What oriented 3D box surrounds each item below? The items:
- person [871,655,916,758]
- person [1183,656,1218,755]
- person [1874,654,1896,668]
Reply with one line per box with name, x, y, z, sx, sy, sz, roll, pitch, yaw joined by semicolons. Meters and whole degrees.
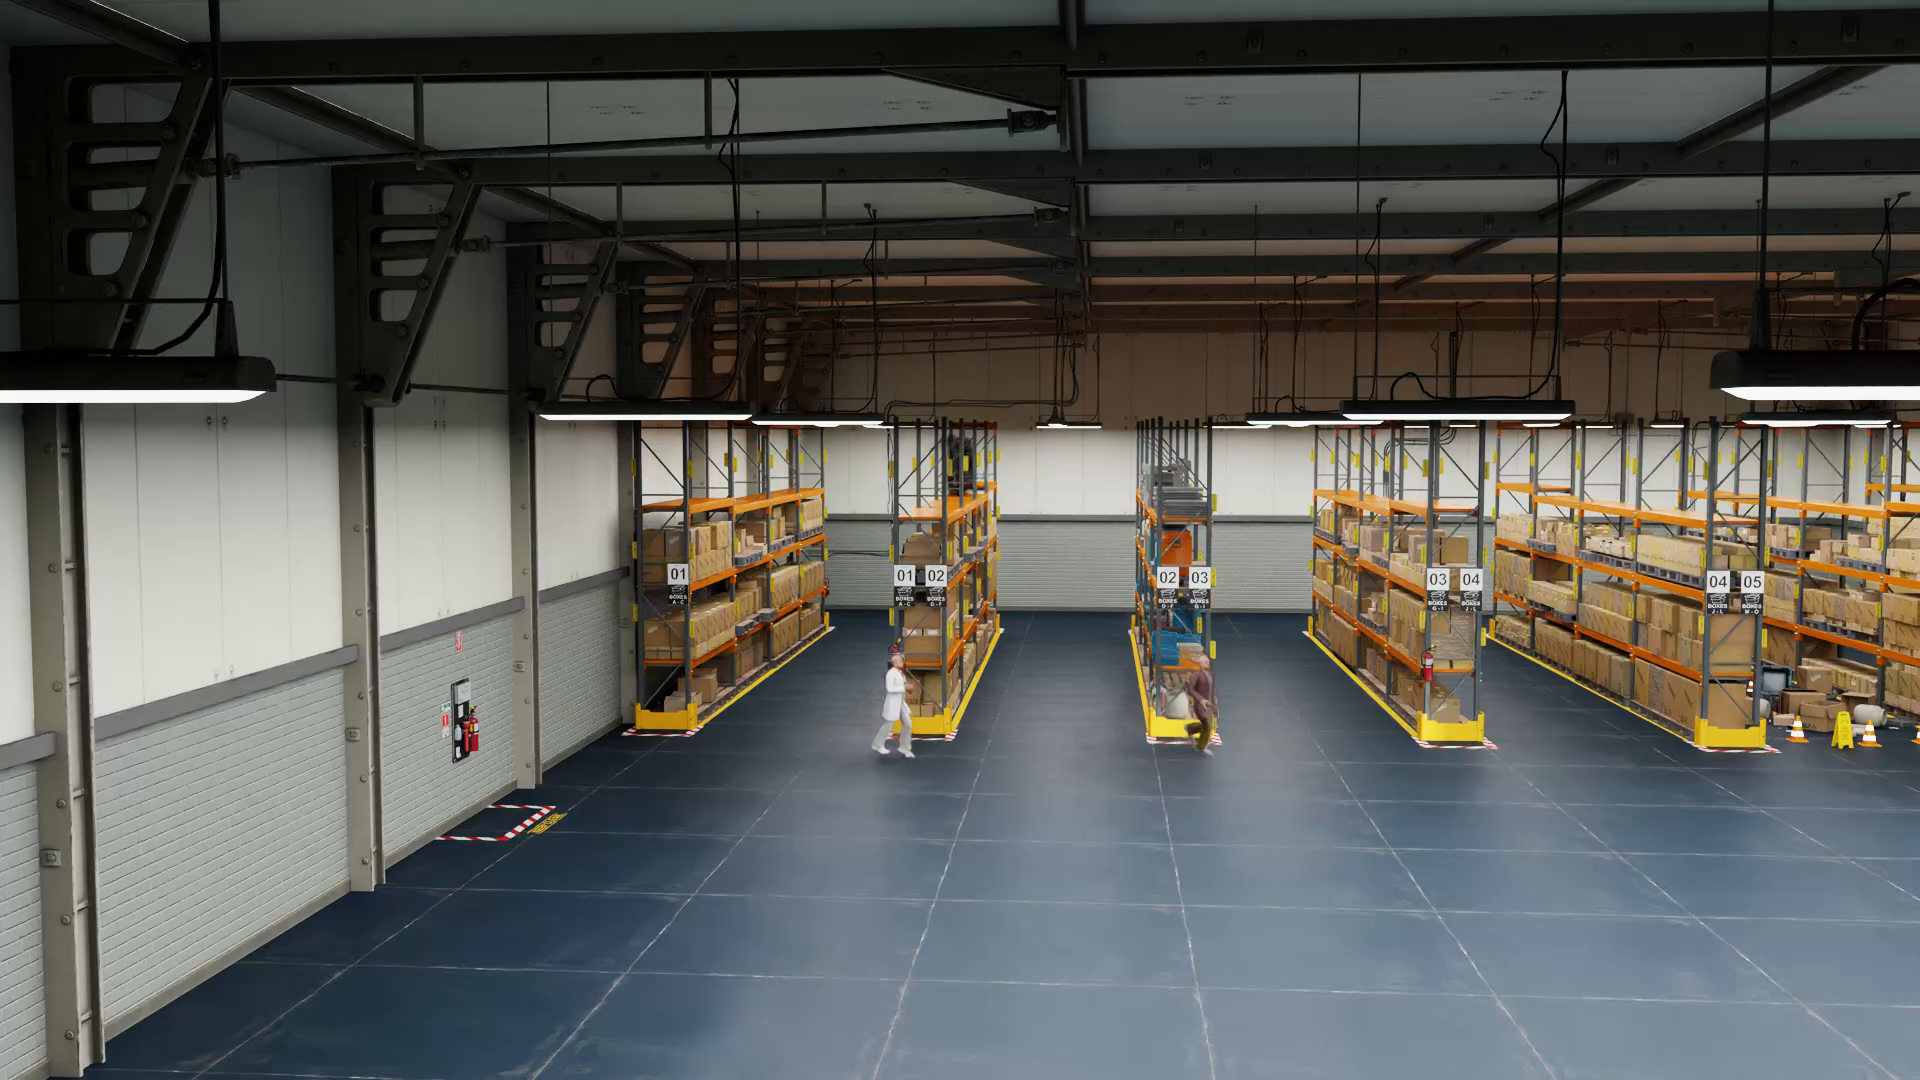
person;-1.181;2.944;29.158;0.862;1.854;0.668;2;4;23
person;4.266;2.930;29.616;0.708;1.762;0.725;4;5;44
person;21.279;2.412;38.133;0.672;1.738;0.813;0;4;-3
